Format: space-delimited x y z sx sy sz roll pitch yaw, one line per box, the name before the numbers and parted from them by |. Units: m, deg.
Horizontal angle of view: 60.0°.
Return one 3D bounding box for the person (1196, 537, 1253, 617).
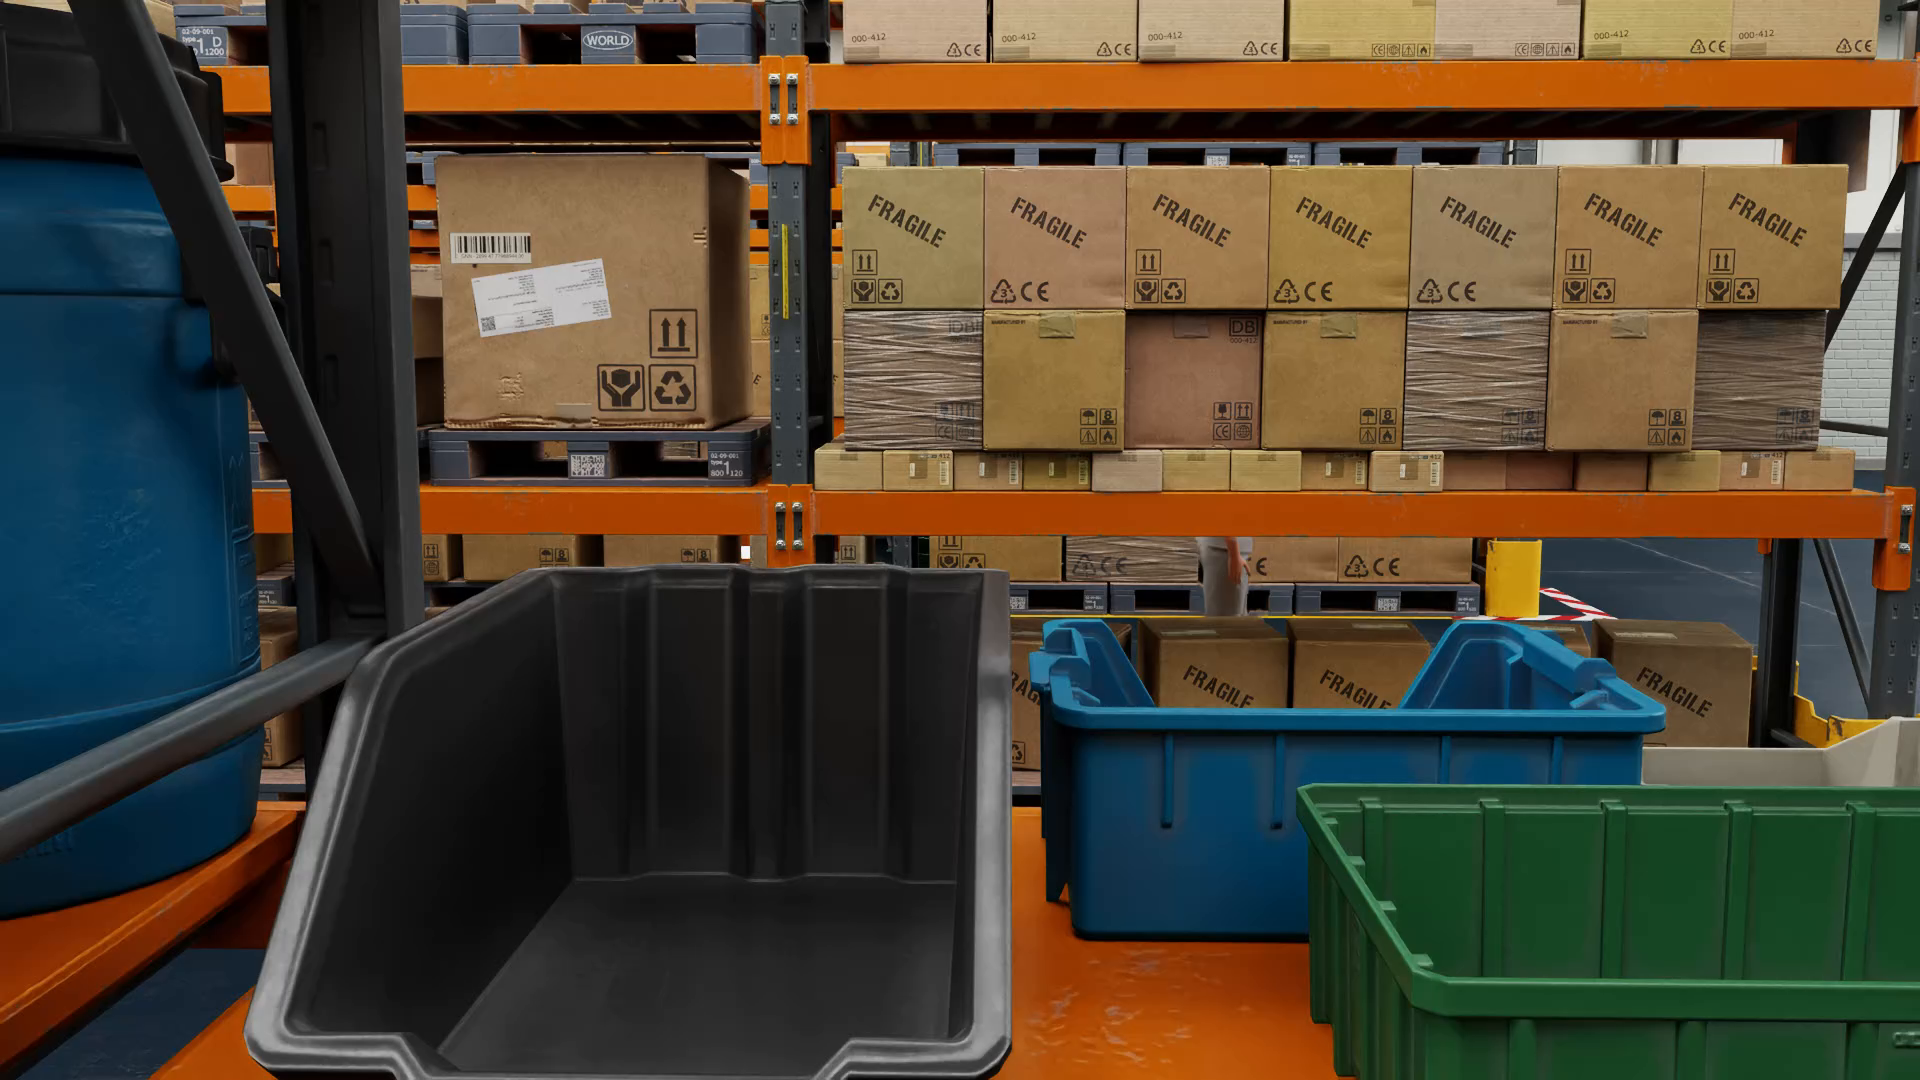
person | 1.256 0.072 7.820 0.393 1.695 0.444 0 7 2
